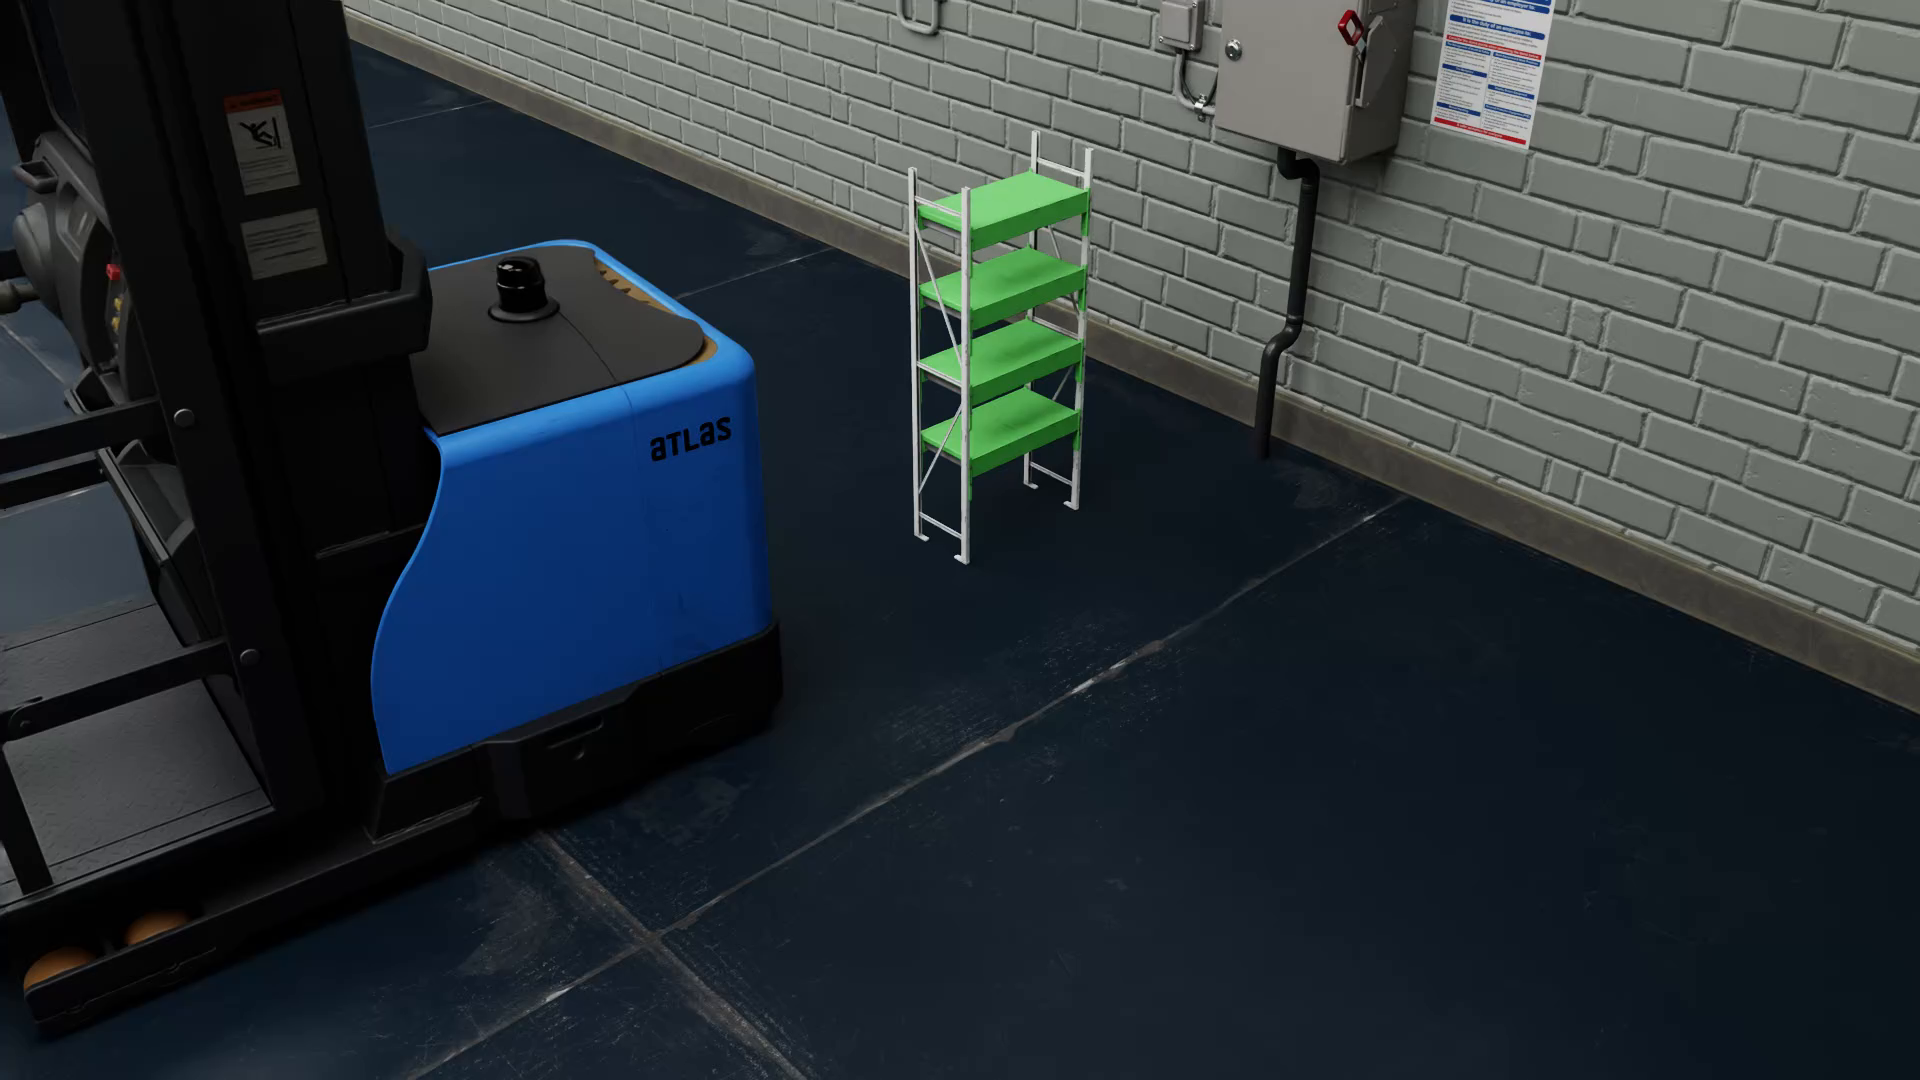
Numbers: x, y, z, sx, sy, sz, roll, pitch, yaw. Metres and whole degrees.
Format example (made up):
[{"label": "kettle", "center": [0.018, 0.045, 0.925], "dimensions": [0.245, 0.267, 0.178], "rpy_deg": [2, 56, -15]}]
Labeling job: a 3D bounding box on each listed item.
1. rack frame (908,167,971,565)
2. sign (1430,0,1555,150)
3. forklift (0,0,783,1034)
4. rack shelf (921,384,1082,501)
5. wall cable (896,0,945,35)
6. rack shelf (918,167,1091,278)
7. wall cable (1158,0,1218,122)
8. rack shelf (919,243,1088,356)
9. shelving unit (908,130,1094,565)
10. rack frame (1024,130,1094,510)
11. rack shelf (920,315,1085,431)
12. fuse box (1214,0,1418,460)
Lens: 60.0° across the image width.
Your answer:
[{"label": "rack frame", "center": [-0.058, -0.484, 4.891], "dimensions": [0.015, 1.200, 0.240], "rpy_deg": [-26, 40, -35]}, {"label": "sign", "center": [1.517, -1.392, 4.742], "dimensions": [0.001, 0.494, 0.329], "rpy_deg": [-26, 40, -35]}, {"label": "forklift", "center": [-1.965, -0.526, 3.301], "dimensions": [3.031, 2.935, 1.130], "rpy_deg": [-21, 37, -30]}, {"label": "rack shelf", "center": [0.121, -0.311, 5.192], "dimensions": [0.480, 0.148, 0.258], "rpy_deg": [-26, 40, -35]}, {"label": "wall cable", "center": [-0.292, -2.850, 6.032], "dimensions": [0.123, 1.953, 0.585], "rpy_deg": [-26, 40, -35]}, {"label": "rack shelf", "center": [0.121, -0.926, 4.816], "dimensions": [0.480, 0.148, 0.258], "rpy_deg": [-26, 40, -35]}, {"label": "wall cable", "center": [0.681, -2.298, 5.160], "dimensions": [0.122, 1.984, 0.588], "rpy_deg": [-26, 40, -35]}, {"label": "rack shelf", "center": [0.121, -0.721, 4.941], "dimensions": [0.480, 0.148, 0.258], "rpy_deg": [-26, 40, -35]}, {"label": "shelving unit", "center": [0.121, -0.571, 5.033], "dimensions": [0.503, 1.200, 0.258], "rpy_deg": [-26, 40, -35]}, {"label": "rack frame", "center": [0.300, -0.657, 5.175], "dimensions": [0.015, 1.200, 0.240], "rpy_deg": [-26, 40, -35]}, {"label": "rack shelf", "center": [0.121, -0.516, 5.066], "dimensions": [0.480, 0.148, 0.258], "rpy_deg": [-26, 40, -35]}, {"label": "fuse box", "center": [1.030, -0.998, 5.243], "dimensions": [0.414, 1.711, 0.539], "rpy_deg": [-26, 40, -35]}]
